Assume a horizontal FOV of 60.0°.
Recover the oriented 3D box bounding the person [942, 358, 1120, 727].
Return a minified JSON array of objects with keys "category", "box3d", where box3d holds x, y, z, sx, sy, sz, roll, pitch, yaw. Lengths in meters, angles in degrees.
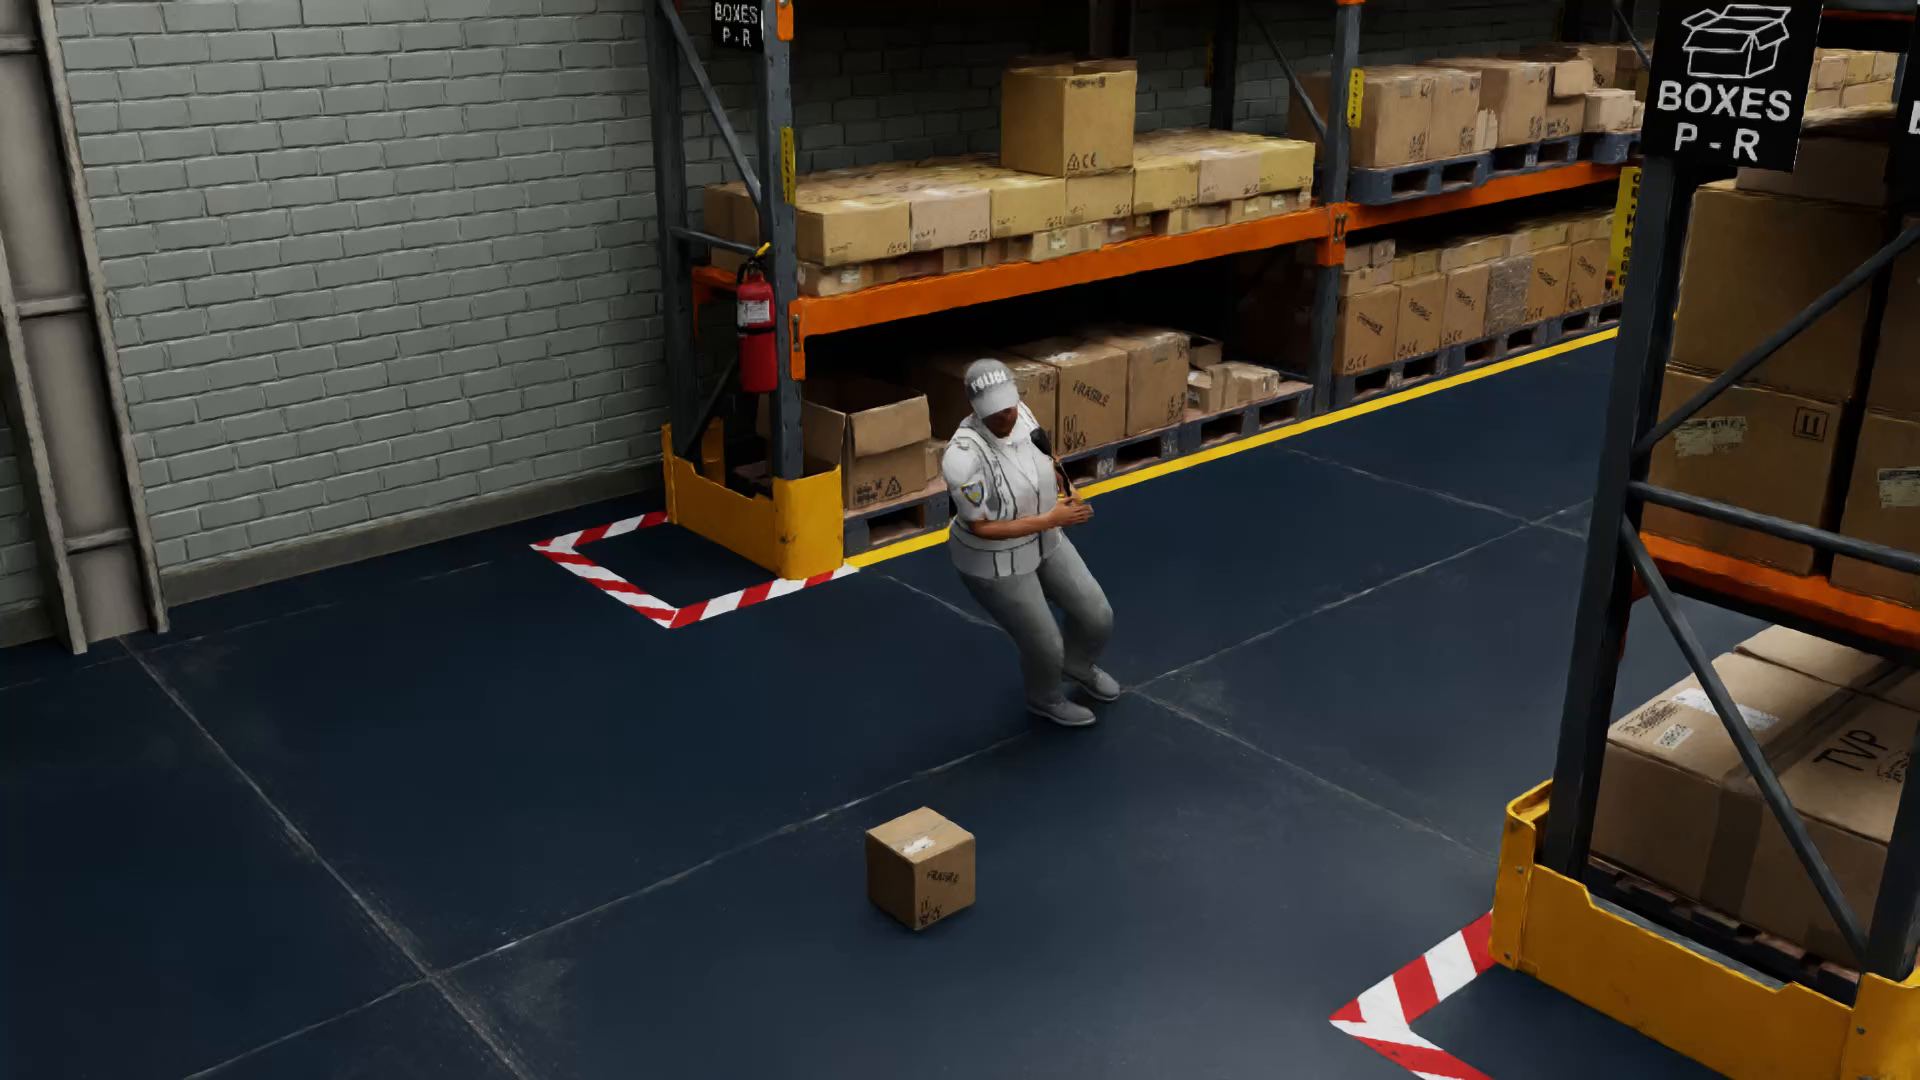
[{"category":"person","box3d":[0.316,0.026,6.166,0.562,1.541,0.890,18,27,38]}]
